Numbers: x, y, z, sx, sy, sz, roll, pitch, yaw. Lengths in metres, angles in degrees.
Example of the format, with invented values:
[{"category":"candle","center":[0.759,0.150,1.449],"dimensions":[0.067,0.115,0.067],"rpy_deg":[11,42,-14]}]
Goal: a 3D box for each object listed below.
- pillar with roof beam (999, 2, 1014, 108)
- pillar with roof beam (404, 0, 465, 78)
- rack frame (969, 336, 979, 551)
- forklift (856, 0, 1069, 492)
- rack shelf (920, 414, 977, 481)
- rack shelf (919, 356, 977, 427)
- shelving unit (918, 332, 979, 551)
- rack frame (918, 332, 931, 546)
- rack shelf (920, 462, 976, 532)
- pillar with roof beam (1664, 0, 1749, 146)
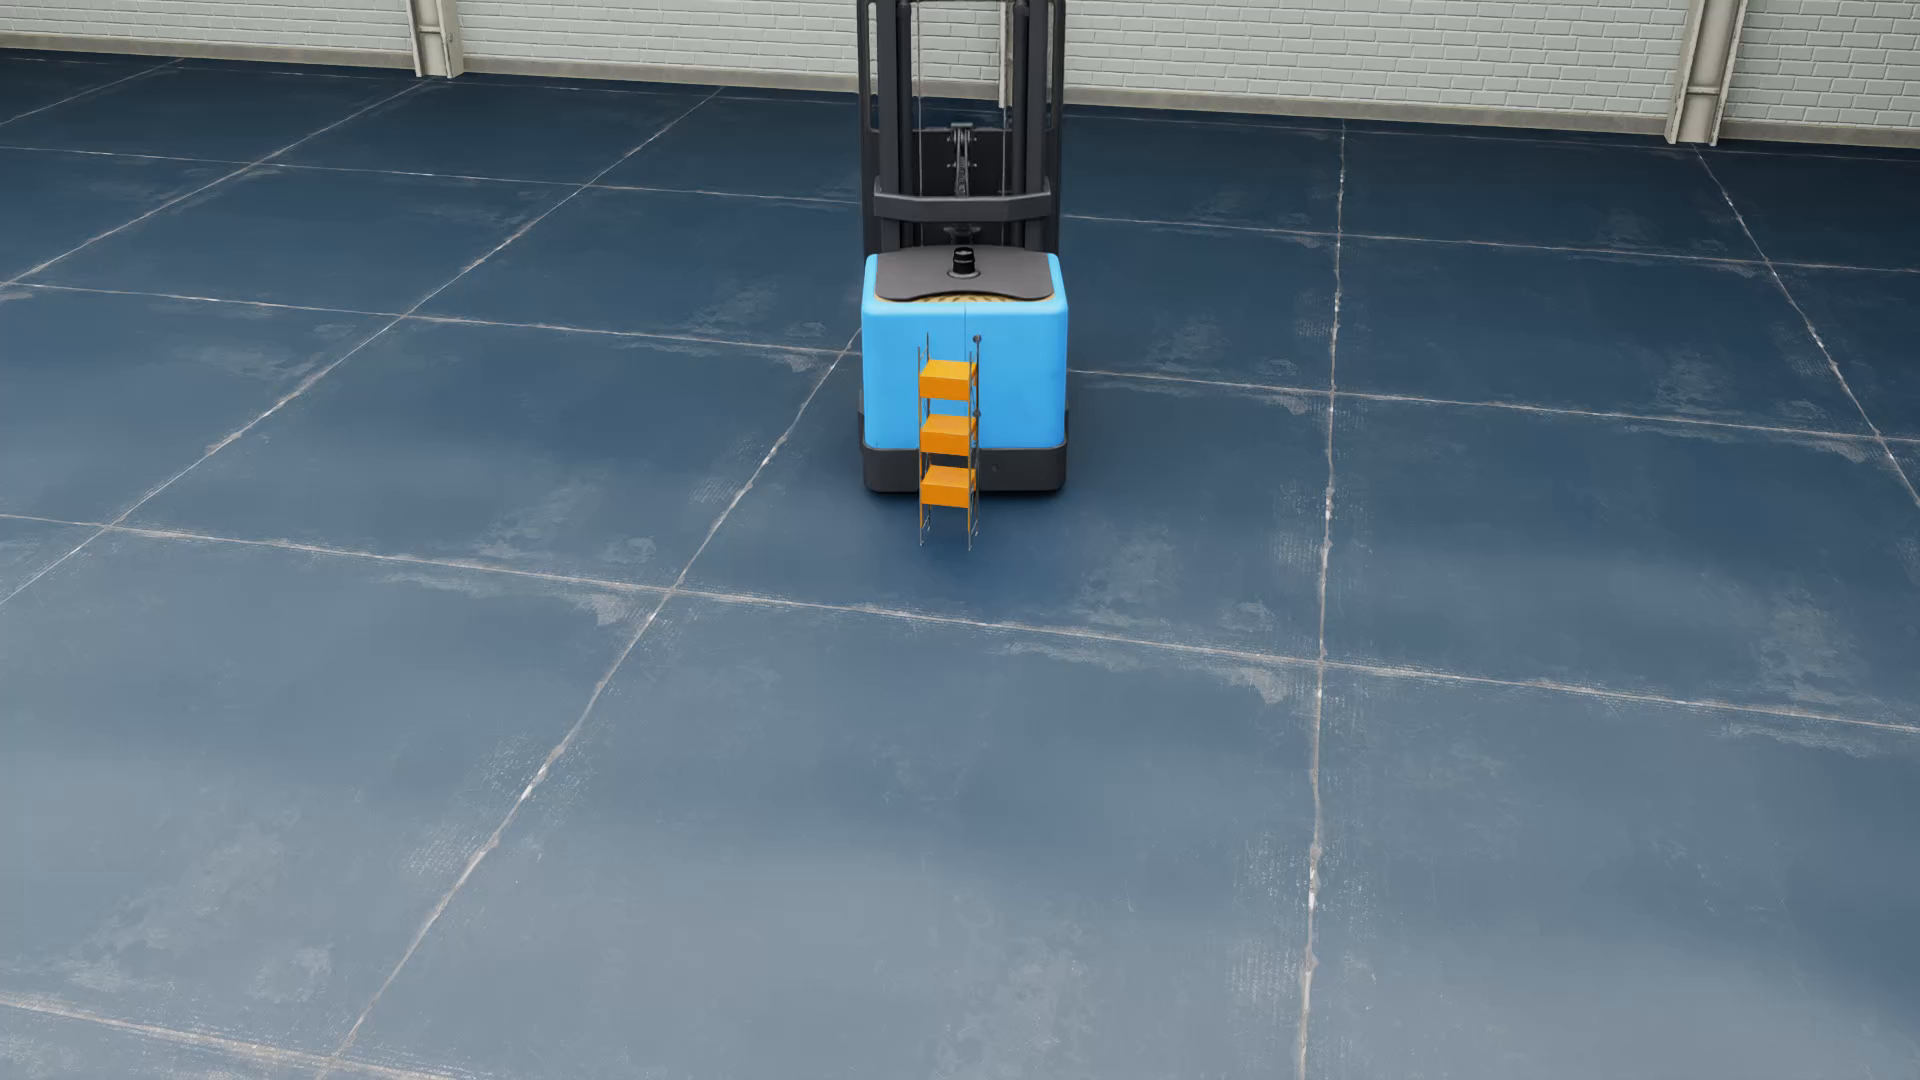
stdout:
[{"category":"pillar with roof beam","center":[-0.308,-6.067,9.961],"dimensions":[0.400,9.000,9.100],"rpy_deg":[6,29,11]},{"category":"pillar with roof beam","center":[-6.176,-6.669,11.060],"dimensions":[0.400,9.000,9.100],"rpy_deg":[6,29,11]},{"category":"rack frame","center":[0.067,-0.454,7.985],"dimensions":[0.008,1.050,0.200],"rpy_deg":[6,29,11]},{"category":"forklift","center":[0.001,-2.201,9.218],"dimensions":[1.130,2.935,3.031],"rpy_deg":[0,29,-1]},{"category":"rack shelf","center":[-0.052,-0.457,8.013],"dimensions":[0.240,0.259,0.215],"rpy_deg":[6,29,11]},{"category":"rack shelf","center":[-0.052,-0.705,7.877],"dimensions":[0.240,0.259,0.215],"rpy_deg":[6,29,11]},{"category":"shelving unit","center":[-0.052,-0.466,8.008],"dimensions":[0.252,1.050,0.215],"rpy_deg":[6,29,11]},{"category":"rack frame","center":[-0.172,-0.478,8.030],"dimensions":[0.008,1.050,0.200],"rpy_deg":[6,29,11]},{"category":"rack shelf","center":[-0.052,-0.213,8.146],"dimensions":[0.240,0.259,0.215],"rpy_deg":[6,29,11]},{"category":"pillar with roof beam","center":[5.559,-5.465,8.862],"dimensions":[0.400,9.000,9.100],"rpy_deg":[6,29,11]}]
